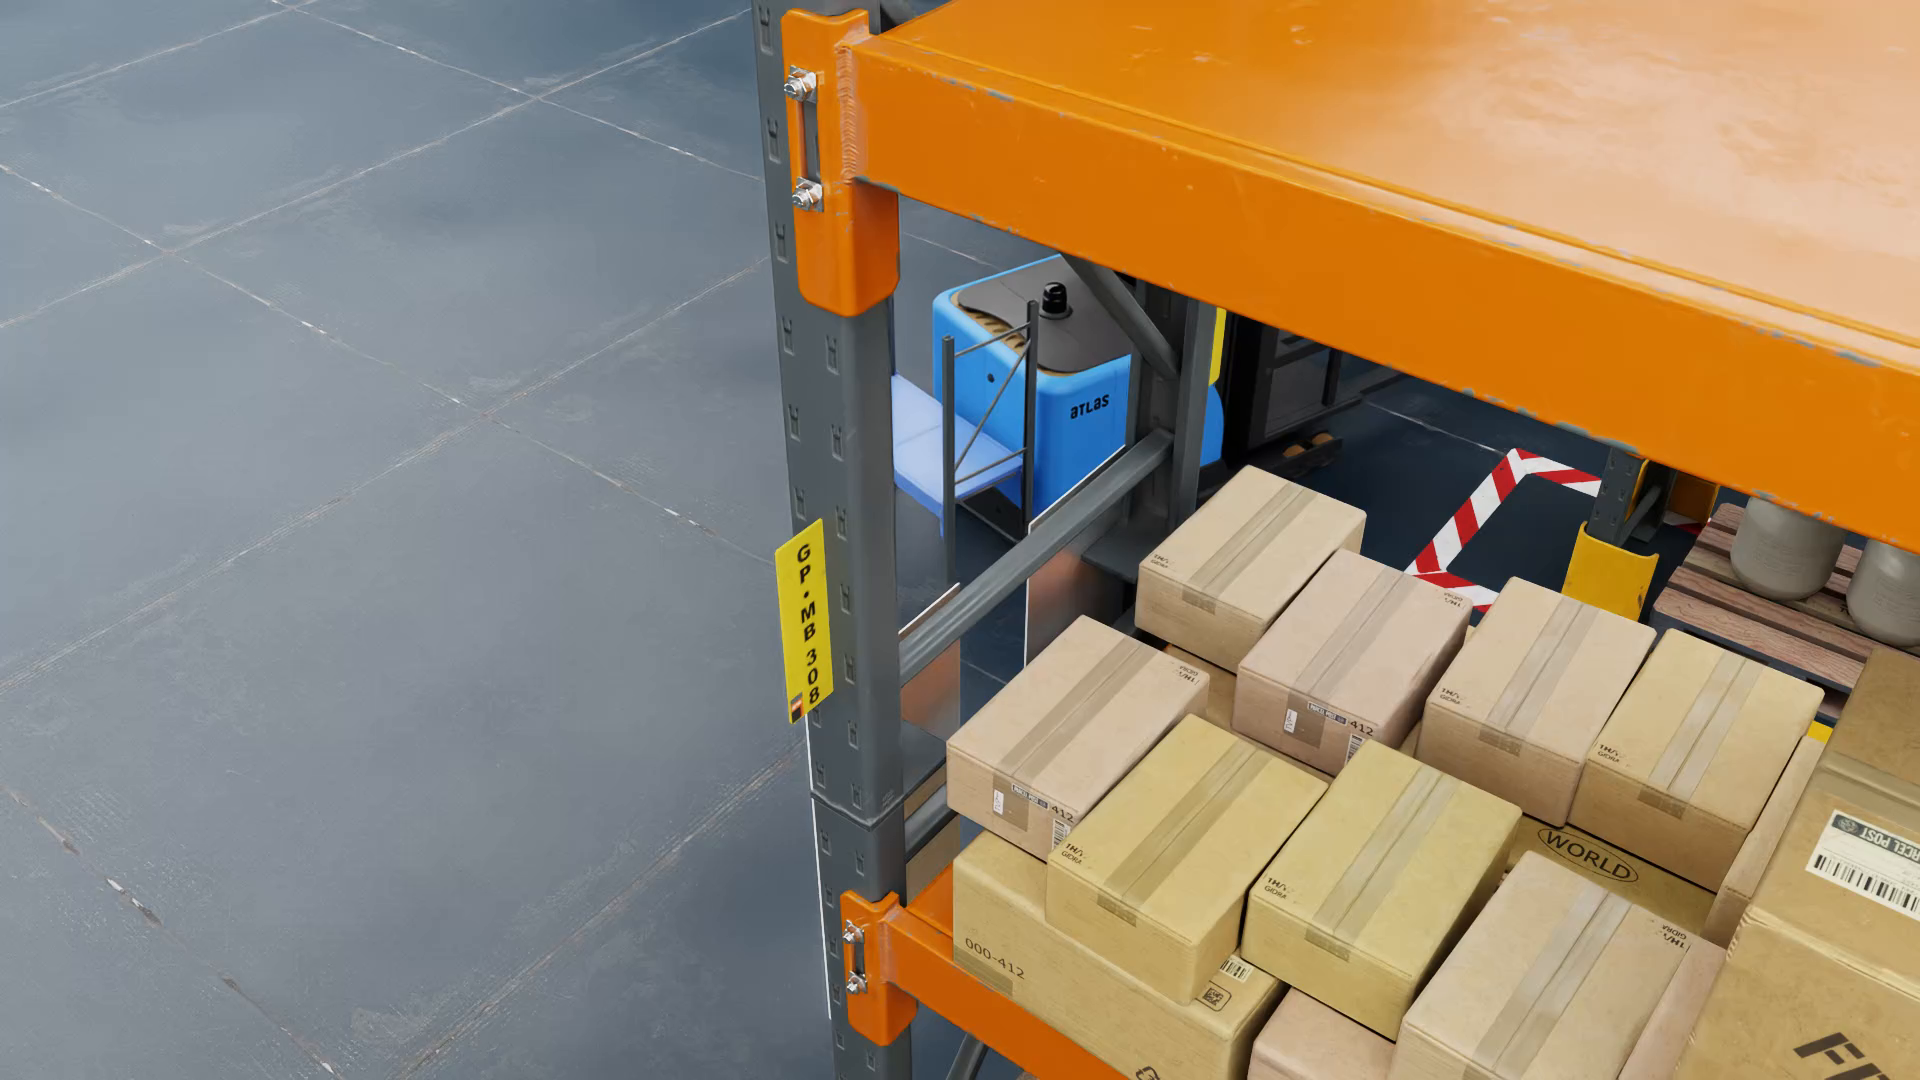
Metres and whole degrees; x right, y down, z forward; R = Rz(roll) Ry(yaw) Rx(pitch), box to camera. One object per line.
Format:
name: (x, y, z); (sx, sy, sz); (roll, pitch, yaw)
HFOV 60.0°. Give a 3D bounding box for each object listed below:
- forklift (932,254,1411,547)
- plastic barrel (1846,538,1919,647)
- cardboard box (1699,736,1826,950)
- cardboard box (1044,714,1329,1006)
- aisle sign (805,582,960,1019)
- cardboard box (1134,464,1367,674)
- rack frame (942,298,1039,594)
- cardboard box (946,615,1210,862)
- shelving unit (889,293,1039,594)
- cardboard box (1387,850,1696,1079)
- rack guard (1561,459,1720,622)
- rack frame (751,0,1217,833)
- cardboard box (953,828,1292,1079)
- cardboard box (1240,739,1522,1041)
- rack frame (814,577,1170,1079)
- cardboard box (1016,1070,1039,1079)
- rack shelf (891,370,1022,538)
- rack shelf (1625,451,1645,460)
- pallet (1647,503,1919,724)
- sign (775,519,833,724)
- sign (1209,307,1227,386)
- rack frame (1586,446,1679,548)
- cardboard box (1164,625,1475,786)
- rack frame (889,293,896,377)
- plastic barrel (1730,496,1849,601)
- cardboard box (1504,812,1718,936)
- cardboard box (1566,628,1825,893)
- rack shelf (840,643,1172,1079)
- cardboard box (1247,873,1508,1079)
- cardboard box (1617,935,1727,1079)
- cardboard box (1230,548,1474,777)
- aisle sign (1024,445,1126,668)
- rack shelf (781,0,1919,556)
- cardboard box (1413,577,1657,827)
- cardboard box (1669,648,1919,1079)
forklift: (1.366, -1.722, 7.932); (3.031, 2.935, 1.130); (-22, 43, -26)
plastic barrel: (4.087, 0.165, 7.144); (0.421, 0.512, 0.421); (0, 38, 0)
cardboard box: (1.275, 0.491, 2.415); (0.250, 0.149, 0.380); (26, 45, 29)
cardboard box: (0.336, 0.461, 2.454); (0.250, 0.149, 0.380); (26, 45, 29)
aisle sign: (-0.121, 0.479, 2.957); (0.004, 0.787, 0.394); (25, 45, 29)
cardboard box: (0.521, 0.051, 2.977); (0.250, 0.149, 0.380); (25, 45, 29)
rack frame: (0.129, -0.319, 7.301); (0.500, 1.500, 0.032); (-27, 45, -30)
cardboard box: (0.189, 0.317, 2.638); (0.250, 0.149, 0.380); (25, 44, 28)
shelving unit: (-0.193, -0.561, 7.611); (0.538, 1.500, 1.048); (-27, 45, -30)
cardboard box: (0.785, 0.632, 2.235); (0.250, 0.149, 0.380); (27, 46, 30)
rack guard: (3.209, -0.056, 7.777); (0.348, 0.500, 1.175); (25, 45, 29)
rack frame: (0.111, -0.983, 2.067); (0.127, 3.000, 1.000); (25, 45, 29)
cardboard box: (0.336, 0.564, 2.645); (0.500, 0.250, 0.500); (27, 45, 30)
cardboard box: (0.612, 0.495, 2.410); (0.250, 0.149, 0.380); (24, 44, 28)
rack frame: (0.111, 1.379, 3.916); (0.127, 3.000, 1.000); (25, 45, 29)
cardboard box: (0.382, 1.168, 3.052); (0.500, 0.500, 0.500); (25, 45, 29)
rack shelf: (-0.193, -0.419, 7.721); (0.538, 0.185, 1.000); (-27, 45, -30)
rack shelf: (4.708, -0.014, 6.279); (4.000, 0.370, 1.077); (25, 45, 29)
pallet: (3.851, 0.364, 7.474); (1.213, 0.211, 1.003); (25, 45, 29)
sign: (-0.219, 0.120, 2.382); (0.005, 0.325, 0.100); (25, 45, 29)
sign: (0.464, -0.415, 3.056); (0.005, 0.325, 0.100); (25, 45, 29)
rack frame: (3.120, -1.046, 7.014); (0.127, 3.000, 1.000); (25, 45, 29)
cardboard box: (0.648, 0.313, 2.966); (0.500, 0.250, 0.500); (26, 45, 30)
rack frame: (-0.515, -0.803, 7.920); (0.500, 1.500, 0.032); (-27, 45, -30)
plastic barrel: (3.689, -0.023, 7.384); (0.421, 0.512, 0.421); (0, 38, 0)
cardboard box: (1.046, 0.499, 2.729); (0.500, 0.250, 0.500); (26, 45, 29)
cardboard box: (1.154, 0.337, 2.612); (0.250, 0.149, 0.380); (26, 45, 29)
rack shelf: (1.699, 1.230, 2.256); (4.000, 0.370, 1.077); (25, 45, 29)
cardboard box: (0.750, 0.754, 2.402); (0.500, 0.250, 0.500); (24, 44, 28)
cardboard box: (0.975, 0.725, 2.116); (0.250, 0.149, 0.380); (25, 45, 28)
cardboard box: (0.656, 0.206, 2.779); (0.250, 0.149, 0.380); (24, 44, 27)
aisle sign: (0.244, 0.185, 3.332); (0.004, 0.787, 0.394); (25, 45, 29)
rack shelf: (1.699, 0.051, 1.333); (4.000, 0.370, 1.077); (25, 45, 29)
cardboard box: (0.940, 0.255, 2.717); (0.250, 0.149, 0.380); (23, 44, 27)
cardboard box: (1.126, 0.533, 1.836); (0.500, 0.500, 0.500); (25, 44, 28)
